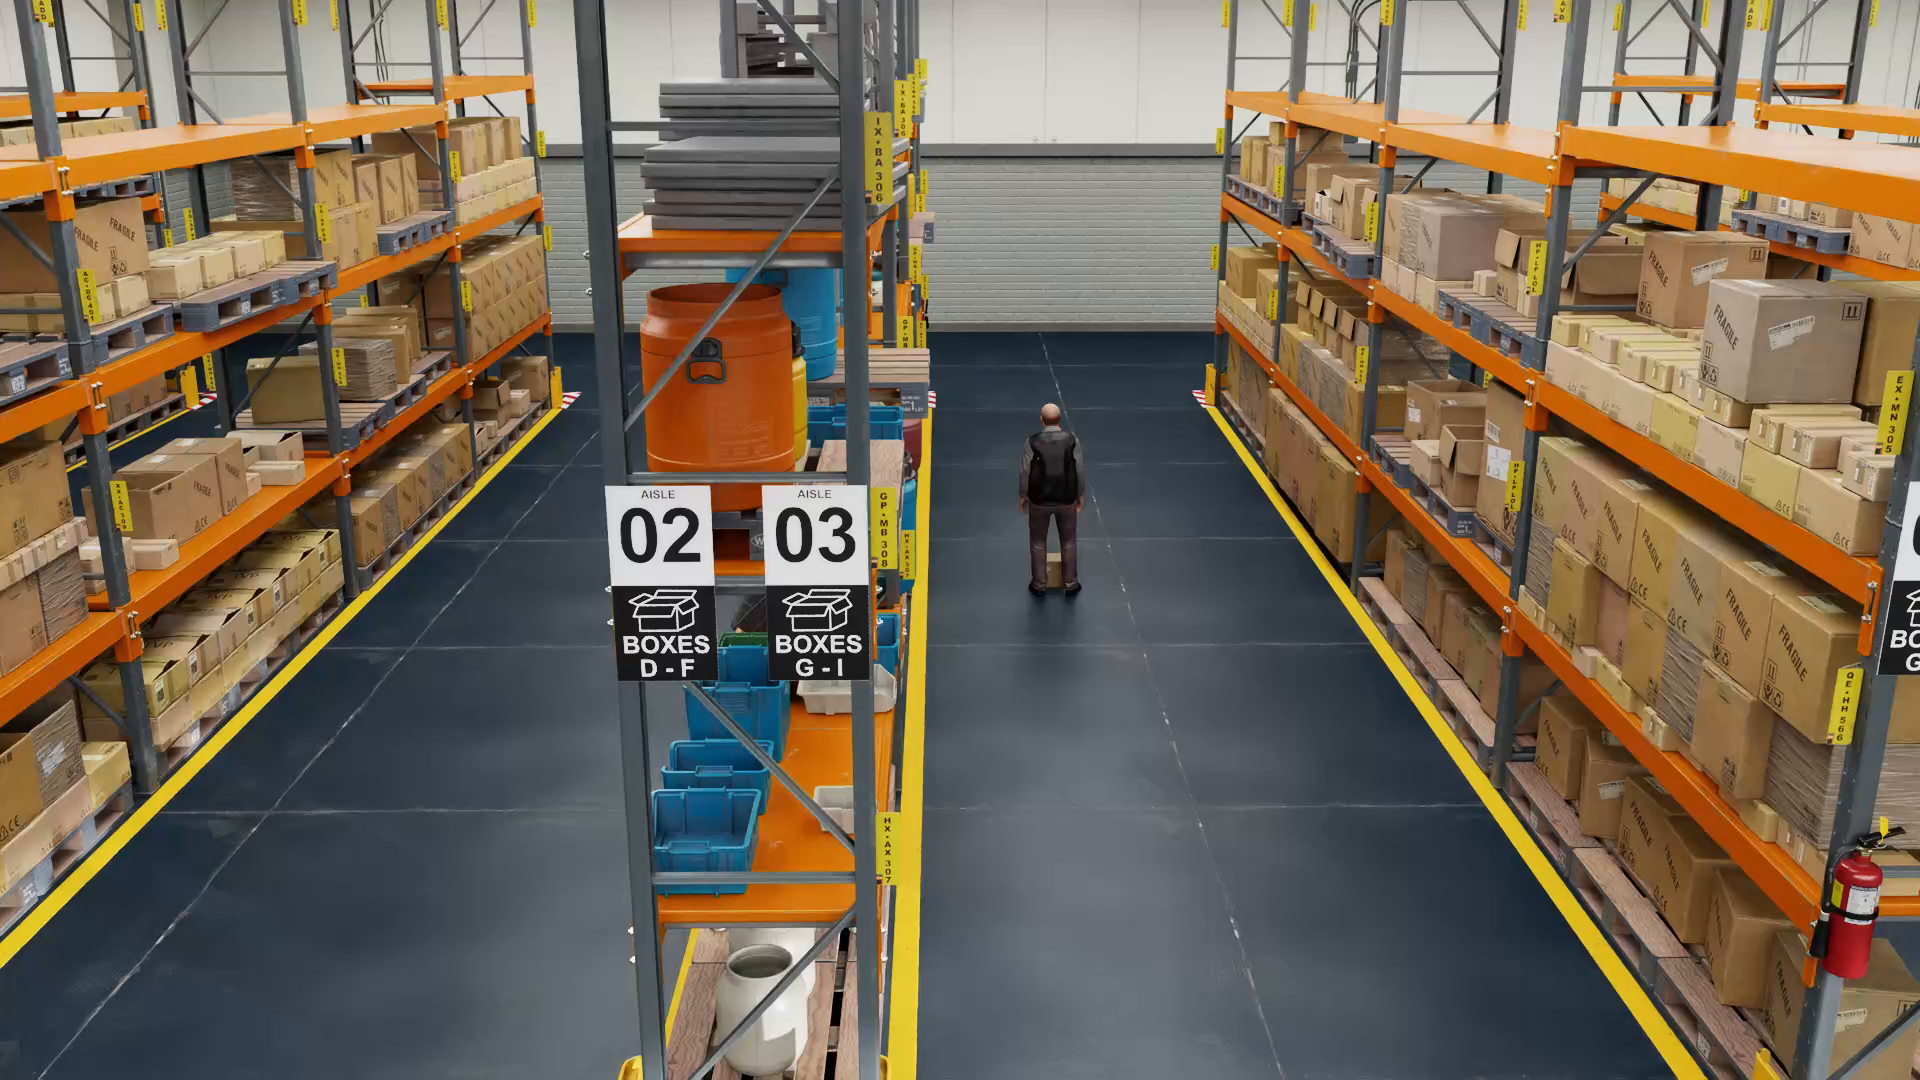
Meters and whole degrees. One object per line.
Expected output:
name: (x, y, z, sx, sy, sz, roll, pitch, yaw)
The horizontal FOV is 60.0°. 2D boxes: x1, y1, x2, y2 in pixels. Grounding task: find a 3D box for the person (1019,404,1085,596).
person: (0.814, -0.345, 14.714, 0.589, 1.721, 0.414, -1, 17, -3)
